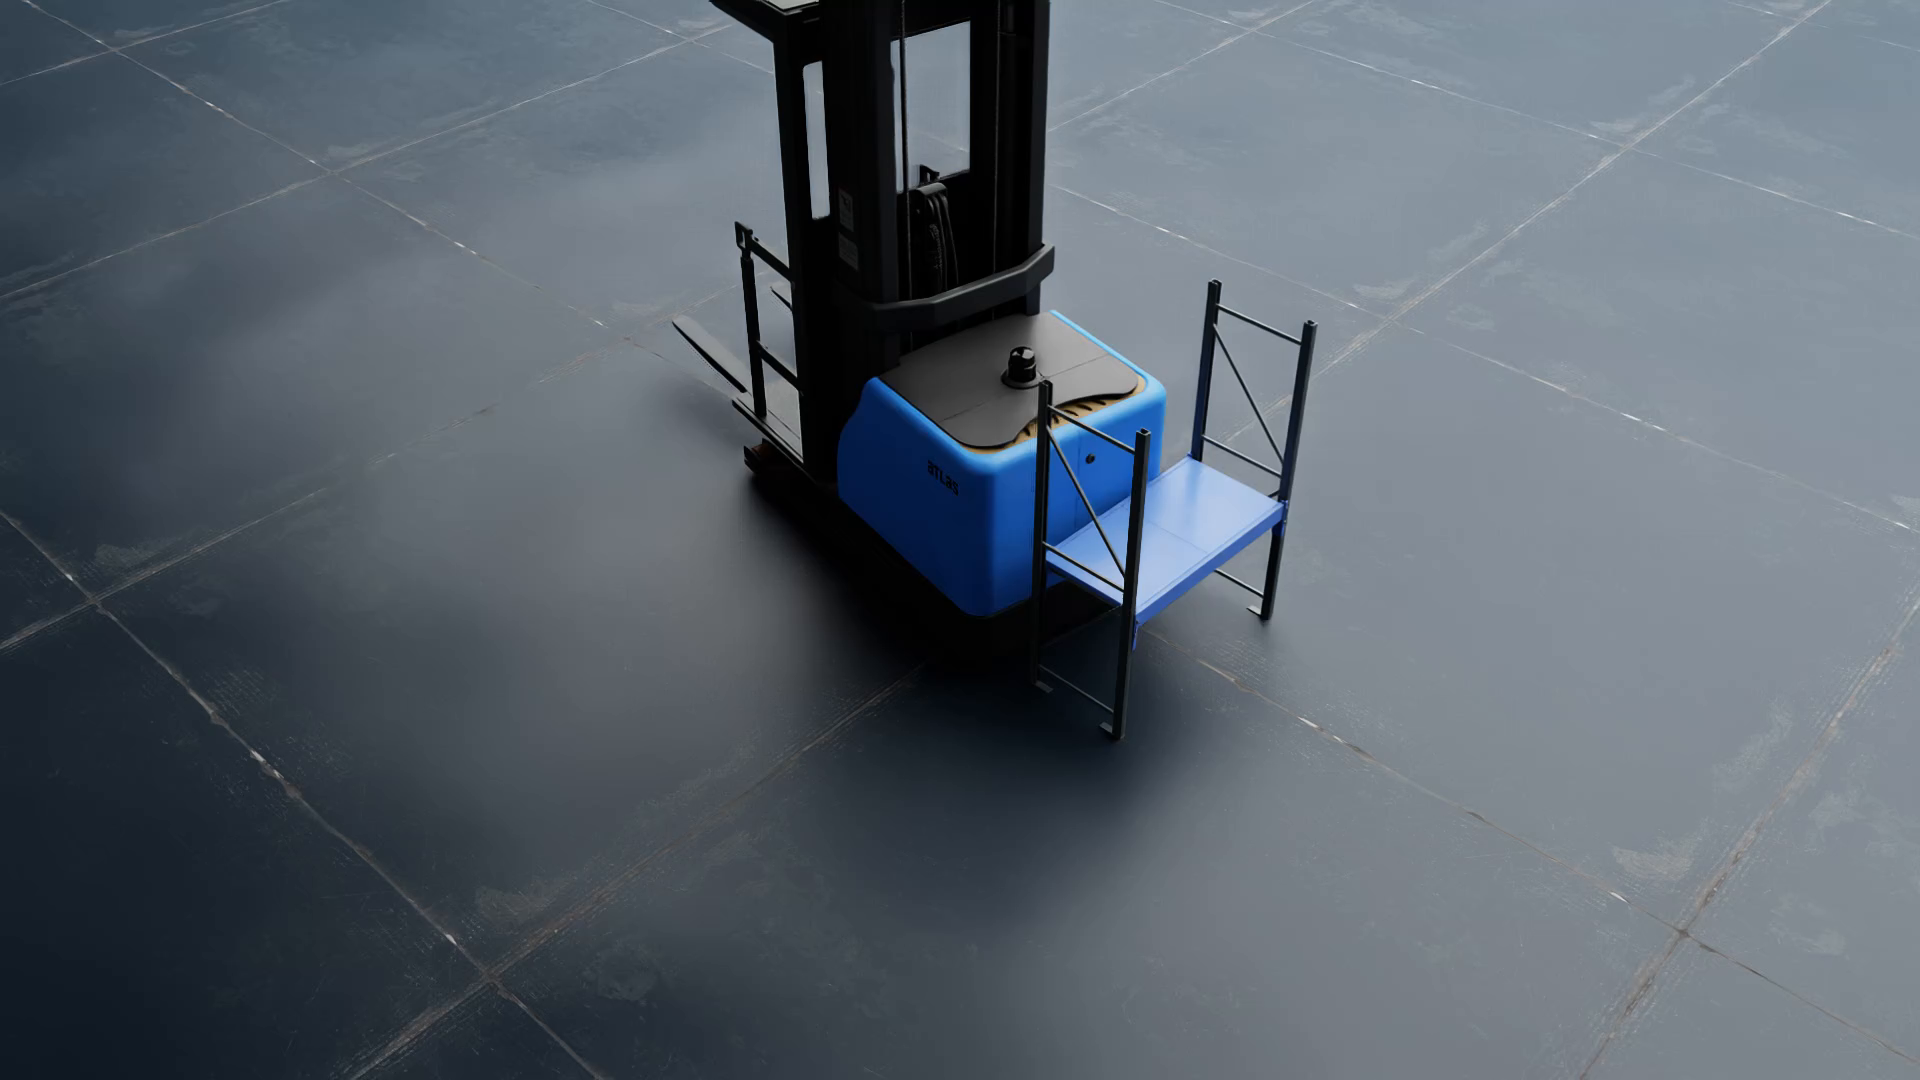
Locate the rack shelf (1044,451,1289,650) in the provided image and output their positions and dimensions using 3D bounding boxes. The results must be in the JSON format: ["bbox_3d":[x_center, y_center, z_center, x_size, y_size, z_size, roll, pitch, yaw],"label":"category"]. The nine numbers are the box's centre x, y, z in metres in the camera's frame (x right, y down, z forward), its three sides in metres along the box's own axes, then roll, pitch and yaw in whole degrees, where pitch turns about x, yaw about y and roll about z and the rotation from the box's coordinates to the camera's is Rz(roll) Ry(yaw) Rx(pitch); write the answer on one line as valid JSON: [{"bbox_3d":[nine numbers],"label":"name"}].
[{"bbox_3d":[0.831,0.022,6.806,0.538,0.185,1.000,31,48,33],"label":"rack shelf"}]

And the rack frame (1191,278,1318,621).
[{"bbox_3d":[1.184,-0.346,6.980,0.500,1.500,0.032,31,48,33],"label":"rack frame"}]

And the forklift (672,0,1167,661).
[{"bbox_3d":[-0.393,-1.510,7.294,1.130,2.935,3.031,-24,44,-27],"label":"forklift"}]

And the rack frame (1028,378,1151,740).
[{"bbox_3d":[0.478,0.109,6.407,0.500,1.500,0.032,31,48,33],"label":"rack frame"}]

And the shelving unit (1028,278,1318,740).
[{"bbox_3d":[0.831,-0.118,6.694,0.538,1.500,1.048,31,48,33],"label":"shelving unit"}]
